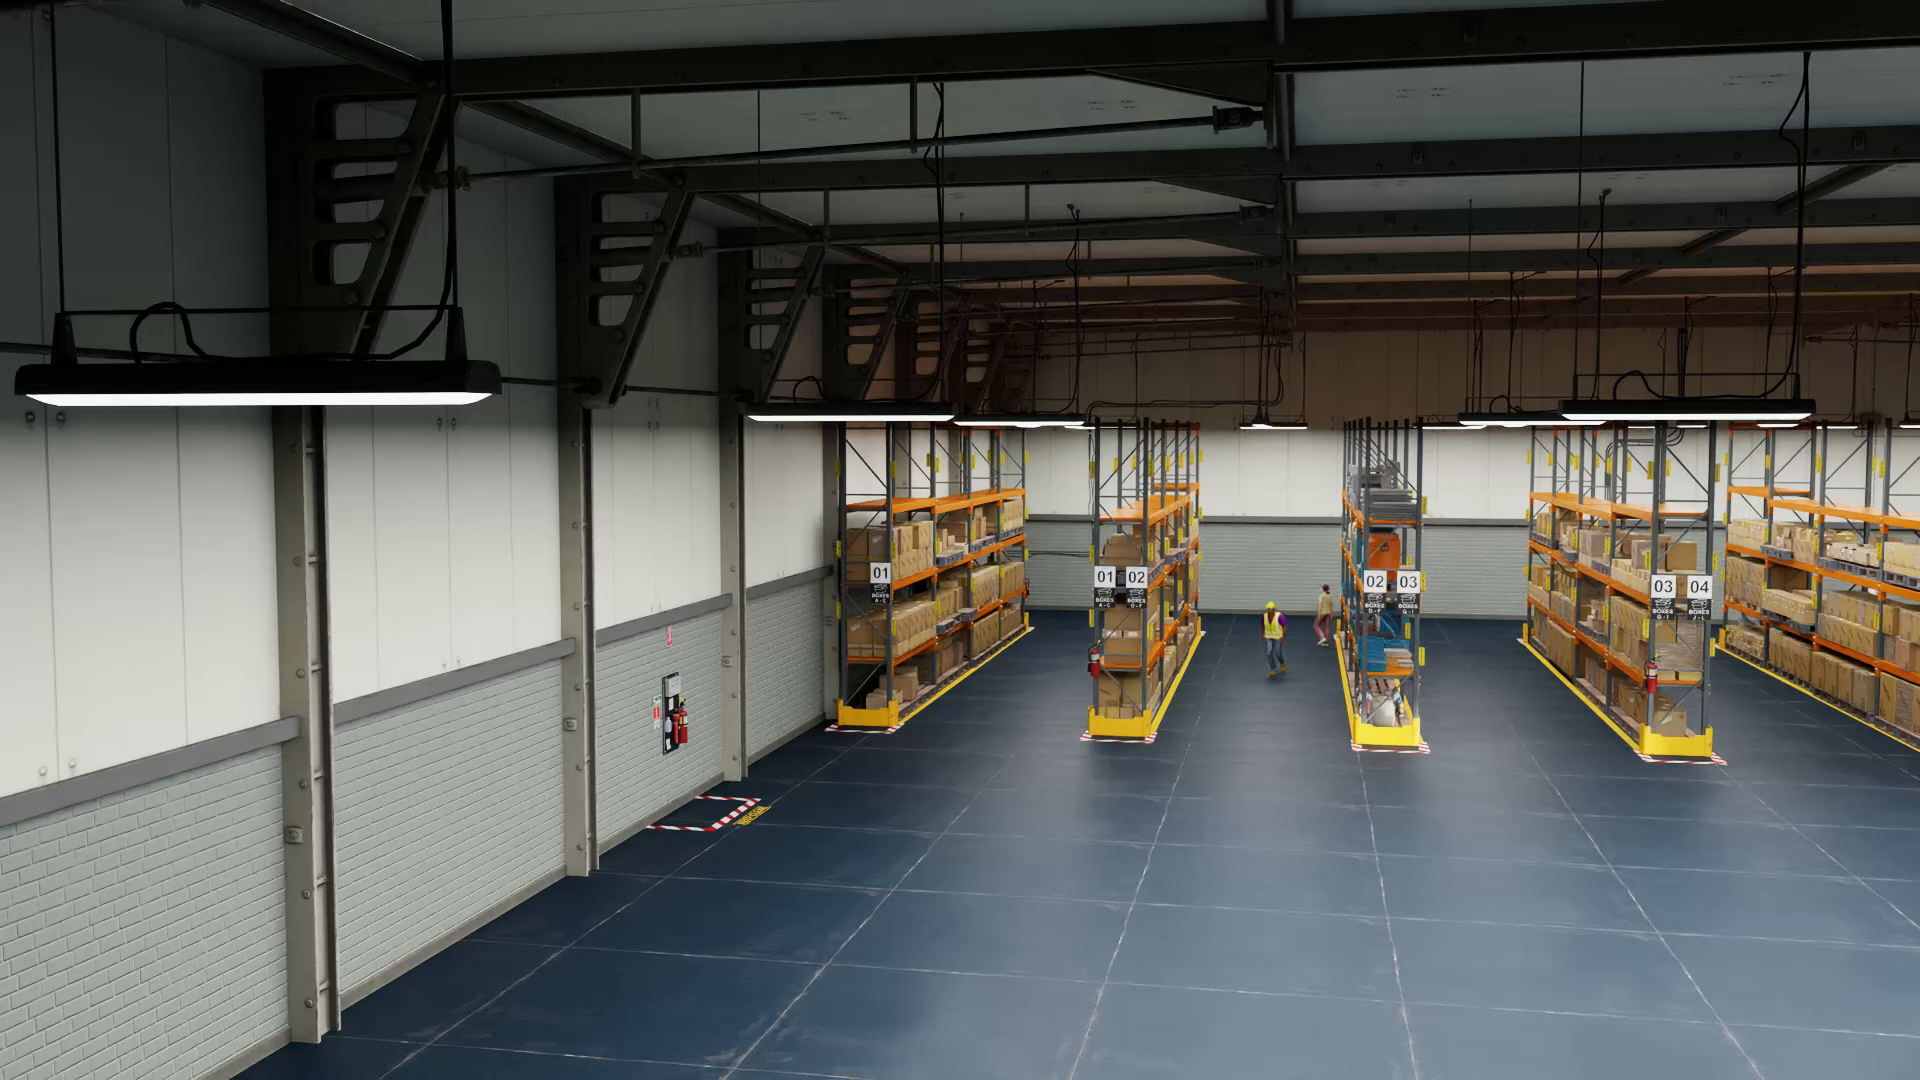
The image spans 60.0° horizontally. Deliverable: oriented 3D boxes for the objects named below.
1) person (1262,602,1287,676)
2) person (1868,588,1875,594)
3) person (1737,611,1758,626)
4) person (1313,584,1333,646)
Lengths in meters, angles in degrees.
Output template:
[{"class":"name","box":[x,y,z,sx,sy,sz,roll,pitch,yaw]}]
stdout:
[{"class":"person","box":[7.436,2.312,39.279,0.630,1.732,0.717,2,4,29]},{"class":"person","box":[25.155,1.890,45.970,0.674,1.666,0.487,1,4,10]},{"class":"person","box":[22.303,1.862,47.166,0.755,1.569,0.411,0,4,5]},{"class":"person","box":[9.744,2.007,44.408,0.487,1.670,0.461,-2,4,-27]}]
